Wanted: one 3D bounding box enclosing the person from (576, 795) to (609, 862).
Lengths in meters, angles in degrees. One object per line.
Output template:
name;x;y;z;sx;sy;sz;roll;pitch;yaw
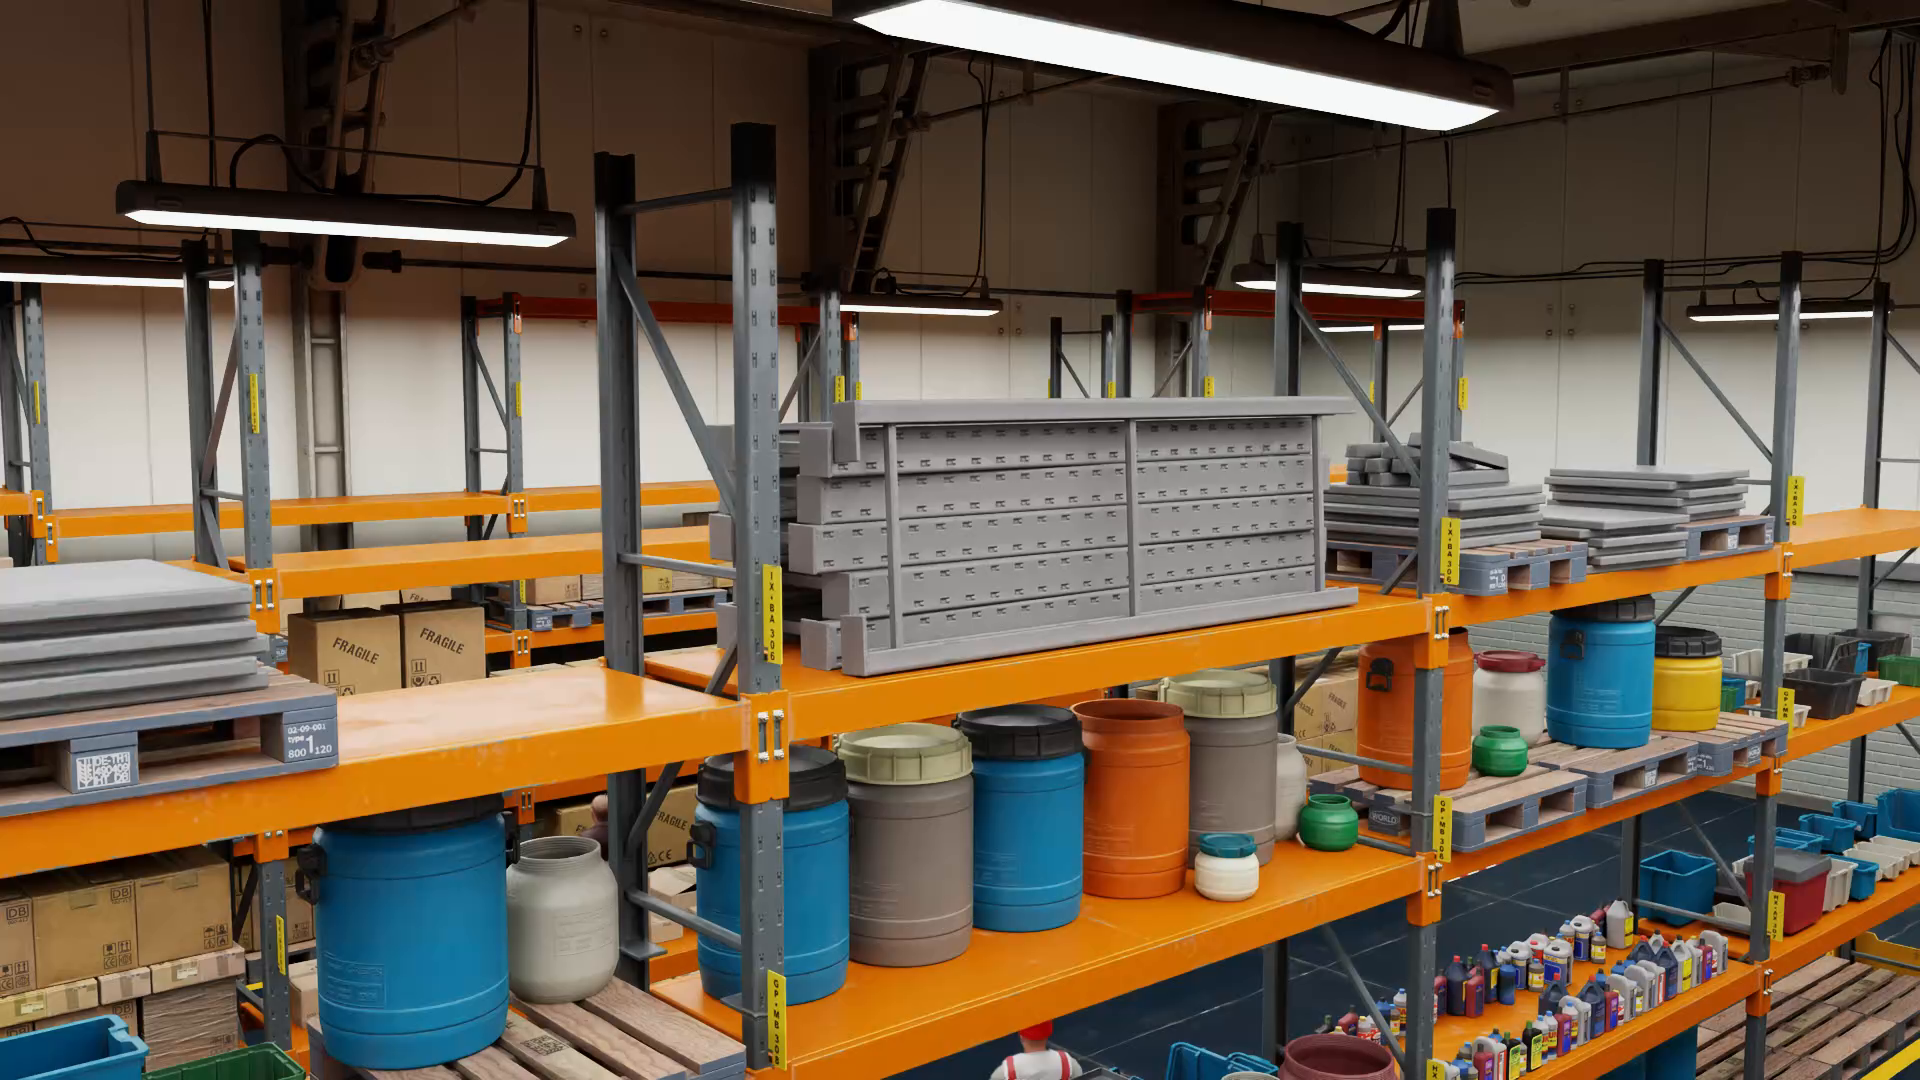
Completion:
person;-3.027;3.000;13.676;0.400;1.831;0.653;5;8;44

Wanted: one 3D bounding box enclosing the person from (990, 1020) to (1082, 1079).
person;0.413;3.409;9.177;0.566;1.819;0.438;0;5;1
